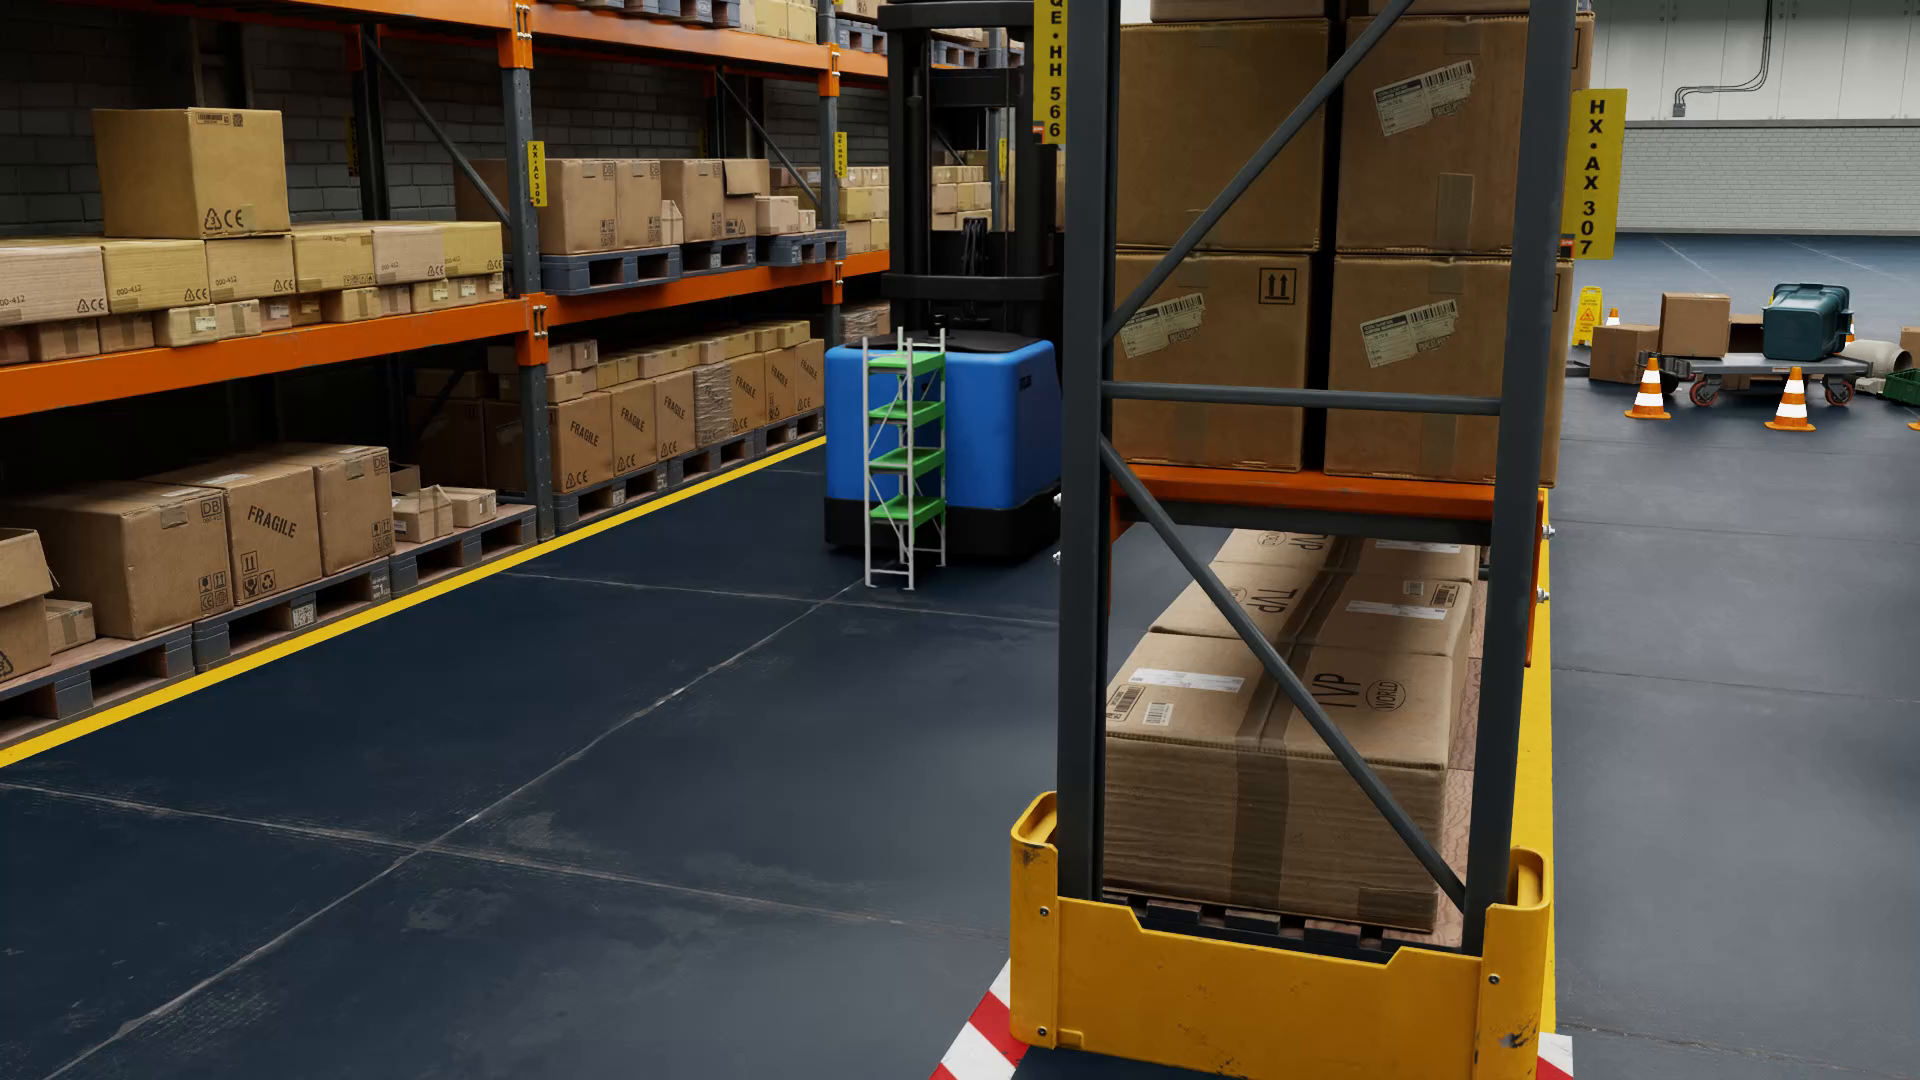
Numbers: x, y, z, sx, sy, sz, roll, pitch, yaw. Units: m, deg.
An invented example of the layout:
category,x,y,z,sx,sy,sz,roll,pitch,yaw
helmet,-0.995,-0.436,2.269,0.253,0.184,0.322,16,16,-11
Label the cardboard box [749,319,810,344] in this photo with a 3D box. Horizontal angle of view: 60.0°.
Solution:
category,x,y,z,sx,sy,sz,roll,pitch,yaw
cardboard box,-1.314,-1.516,12.106,0.380,0.149,0.250,4,13,16

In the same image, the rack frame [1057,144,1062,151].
category,x,y,z,sx,sy,sz,roll,pitch,yaw
rack frame,1.194,-4.021,19.862,1.000,3.000,0.127,4,14,18

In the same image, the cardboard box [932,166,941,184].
category,x,y,z,sx,sy,sz,roll,pitch,yaw
cardboard box,-0.386,-3.184,14.516,0.380,0.149,0.250,4,14,19

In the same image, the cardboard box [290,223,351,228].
category,x,y,z,sx,sy,sz,roll,pitch,yaw
cardboard box,-3.260,-1.375,7.939,0.500,0.250,0.500,4,14,18

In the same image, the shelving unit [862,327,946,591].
category,x,y,z,sx,sy,sz,roll,pitch,yaw
shelving unit,-0.263,-0.404,8.060,0.258,1.200,0.503,4,13,17

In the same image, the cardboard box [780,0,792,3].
category,x,y,z,sx,sy,sz,roll,pitch,yaw
cardboard box,-1.383,-3.775,11.485,0.380,0.149,0.250,4,13,17

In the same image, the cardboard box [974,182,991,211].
category,x,y,z,sx,sy,sz,roll,pitch,yaw
cardboard box,-0.017,-3.227,15.600,0.500,0.250,0.500,4,13,17

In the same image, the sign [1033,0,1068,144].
category,x,y,z,sx,sy,sz,roll,pitch,yaw
sign,0.207,-1.017,3.569,0.100,0.325,0.005,4,14,18

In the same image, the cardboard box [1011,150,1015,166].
category,x,y,z,sx,sy,sz,roll,pitch,yaw
cardboard box,0.357,-3.850,16.764,0.380,0.149,0.250,4,13,17

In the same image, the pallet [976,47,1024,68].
category,x,y,z,sx,sy,sz,roll,pitch,yaw
pallet,0.152,-4.779,16.643,1.003,0.211,1.213,4,14,18

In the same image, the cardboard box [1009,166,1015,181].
category,x,y,z,sx,sy,sz,roll,pitch,yaw
cardboard box,0.335,-3.646,16.539,0.380,0.149,0.250,5,14,20

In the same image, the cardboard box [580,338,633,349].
category,x,y,z,sx,sy,sz,roll,pitch,yaw
cardboard box,-2.353,-1.221,10.813,0.380,0.149,0.250,4,13,16

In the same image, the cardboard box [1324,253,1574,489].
category,x,y,z,sx,sy,sz,roll,pitch,yaw
cardboard box,1.142,-0.424,3.881,0.500,0.500,0.500,4,14,18

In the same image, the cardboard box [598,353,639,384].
category,x,y,z,sx,sy,sz,roll,pitch,yaw
cardboard box,-2.156,-1.030,9.976,0.380,0.149,0.250,4,13,17

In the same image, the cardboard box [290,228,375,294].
category,x,y,z,sx,sy,sz,roll,pitch,yaw
cardboard box,-2.944,-1.230,7.307,0.500,0.250,0.500,4,14,18

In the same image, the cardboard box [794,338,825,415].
category,x,y,z,sx,sy,sz,roll,pitch,yaw
cardboard box,-1.327,-1.218,12.256,0.500,0.500,0.500,5,14,20

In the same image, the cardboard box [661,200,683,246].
category,x,y,z,sx,sy,sz,roll,pitch,yaw
cardboard box,-1.876,-1.898,9.921,0.396,0.266,0.258,5,14,21

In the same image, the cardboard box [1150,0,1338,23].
category,x,y,z,sx,sy,sz,roll,pitch,yaw
cardboard box,0.642,-1.238,3.740,0.380,0.149,0.250,5,14,19

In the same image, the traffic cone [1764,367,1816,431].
category,x,y,z,sx,sy,sz,roll,pitch,yaw
traffic cone,6.374,-1.090,12.724,0.336,0.463,0.334,4,14,18

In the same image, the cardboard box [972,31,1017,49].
category,x,y,z,sx,sy,sz,roll,pitch,yaw
cardboard box,0.333,-4.844,16.127,0.380,0.149,0.250,5,14,20

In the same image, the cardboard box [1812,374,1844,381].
category,x,y,z,sx,sy,sz,roll,pitch,yaw
cardboard box,8.128,-1.648,15.613,0.396,0.266,0.258,7,15,28

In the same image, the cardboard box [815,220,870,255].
category,x,y,z,sx,sy,sz,roll,pitch,yaw
cardboard box,-1.019,-2.339,12.831,0.500,0.250,0.500,4,14,19

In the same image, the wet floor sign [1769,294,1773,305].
category,x,y,z,sx,sy,sz,roll,pitch,yaw
wet floor sign,8.745,-2.330,17.745,0.267,0.644,0.232,2,13,9

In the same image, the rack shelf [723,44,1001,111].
category,x,y,z,sx,sy,sz,roll,pitch,yaw
rack shelf,-0.747,-3.869,14.074,1.077,0.370,4.000,4,14,18

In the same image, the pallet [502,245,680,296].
category,x,y,z,sx,sy,sz,roll,pitch,yaw
pallet,-2.326,-1.561,9.517,1.003,0.211,1.213,4,14,18

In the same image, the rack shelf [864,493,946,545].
category,x,y,z,sx,sy,sz,roll,pitch,yaw
rack shelf,-0.263,-0.107,8.127,0.258,0.148,0.480,4,13,17

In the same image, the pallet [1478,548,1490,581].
category,x,y,z,sx,sy,sz,roll,pitch,yaw
pallet,2.188,0.054,8.276,1.003,0.211,1.213,4,14,18

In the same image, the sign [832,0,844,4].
category,x,y,z,sx,sy,sz,roll,pitch,yaw
sign,-0.881,-4.011,11.918,0.100,0.325,0.005,4,14,18

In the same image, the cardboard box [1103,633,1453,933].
category,x,y,z,sx,sy,sz,roll,pitch,yaw
cardboard box,0.834,0.603,4.419,0.875,0.438,0.875,4,13,16

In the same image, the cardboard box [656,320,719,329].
category,x,y,z,sx,sy,sz,roll,pitch,yaw
cardboard box,-1.969,-1.497,12.022,0.380,0.149,0.250,5,14,20

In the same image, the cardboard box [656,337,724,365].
category,x,y,z,sx,sy,sz,roll,pitch,yaw
cardboard box,-1.770,-1.239,10.892,0.380,0.149,0.250,4,13,16

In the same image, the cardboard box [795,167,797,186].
category,x,y,z,sx,sy,sz,roll,pitch,yaw
cardboard box,-1.501,-2.847,13.040,0.380,0.149,0.250,5,14,20

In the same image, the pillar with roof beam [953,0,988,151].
category,x,y,z,sx,sy,sz,roll,pitch,yaw
pillar with roof beam,4.190,-6.554,17.479,9.100,9.000,0.400,4,14,18

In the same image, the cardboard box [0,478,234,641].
category,x,y,z,sx,sy,sz,roll,pitch,yaw
cardboard box,-3.381,0.063,6.645,0.700,0.500,0.500,5,14,21

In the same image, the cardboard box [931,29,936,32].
category,x,y,z,sx,sy,sz,roll,pitch,yaw
cardboard box,-0.418,-4.356,13.987,0.380,0.149,0.250,4,14,18

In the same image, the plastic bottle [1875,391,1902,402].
category,x,y,z,sx,sy,sz,roll,pitch,yaw
plastic bottle,7.976,-1.221,14.200,0.133,0.061,0.283,-3,13,-11

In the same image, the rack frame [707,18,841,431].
category,x,y,z,sx,sy,sz,roll,pitch,yaw
rack frame,-1.394,-2.336,12.482,1.000,3.000,0.127,4,14,18

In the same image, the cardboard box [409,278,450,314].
category,x,y,z,sx,sy,sz,roll,pitch,yaw
cardboard box,-2.677,-1.173,7.952,0.380,0.149,0.250,5,14,20

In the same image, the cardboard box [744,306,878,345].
category,x,y,z,sx,sy,sz,roll,pitch,yaw
cardboard box,-1.179,-1.514,13.271,0.875,0.625,0.625,5,14,20

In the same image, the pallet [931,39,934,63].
category,x,y,z,sx,sy,sz,roll,pitch,yaw
pallet,-0.900,-4.091,13.856,1.003,0.211,1.213,5,14,21

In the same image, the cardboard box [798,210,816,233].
category,x,y,z,sx,sy,sz,roll,pitch,yaw
cardboard box,-1.243,-2.252,11.737,0.380,0.149,0.250,5,14,19

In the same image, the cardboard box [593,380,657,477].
category,x,y,z,sx,sy,sz,roll,pitch,yaw
cardboard box,-2.156,-0.678,9.893,0.500,0.500,0.500,4,14,18

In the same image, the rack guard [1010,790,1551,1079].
category,x,y,z,sx,sy,sz,roll,pitch,yaw
rack guard,0.708,0.929,3.796,1.175,0.500,0.348,4,14,18

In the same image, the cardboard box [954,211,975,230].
category,x,y,z,sx,sy,sz,roll,pitch,yaw
cardboard box,-0.173,-2.874,15.176,0.500,0.250,0.500,4,14,18

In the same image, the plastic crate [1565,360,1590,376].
category,x,y,z,sx,sy,sz,roll,pitch,yaw
plastic crate,5.882,-1.670,16.125,0.402,0.080,0.583,0,13,-1

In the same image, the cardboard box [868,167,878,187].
category,x,y,z,sx,sy,sz,roll,pitch,yaw
cardboard box,-0.868,-2.859,13.092,0.380,0.149,0.250,5,14,20

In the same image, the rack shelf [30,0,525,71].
category,x,y,z,sx,sy,sz,roll,pitch,yaw
rack shelf,-3.335,-2.185,6.694,1.077,0.370,4.000,4,14,18

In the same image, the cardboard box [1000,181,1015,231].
category,x,y,z,sx,sy,sz,roll,pitch,yaw
cardboard box,0.291,-3.302,16.488,0.500,0.500,0.500,4,13,17

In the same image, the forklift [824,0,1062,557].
category,x,y,z,sx,sy,sz,roll,pitch,yaw
forklift,0.227,-1.627,9.530,1.130,2.935,3.031,4,13,17

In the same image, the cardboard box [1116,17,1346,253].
category,x,y,z,sx,sy,sz,roll,pitch,yaw
cardboard box,0.646,-0.950,3.938,0.500,0.500,0.500,5,14,20

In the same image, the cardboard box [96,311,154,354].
category,x,y,z,sx,sy,sz,roll,pitch,yaw
cardboard box,-3.305,-0.799,6.310,0.380,0.149,0.250,5,14,19
